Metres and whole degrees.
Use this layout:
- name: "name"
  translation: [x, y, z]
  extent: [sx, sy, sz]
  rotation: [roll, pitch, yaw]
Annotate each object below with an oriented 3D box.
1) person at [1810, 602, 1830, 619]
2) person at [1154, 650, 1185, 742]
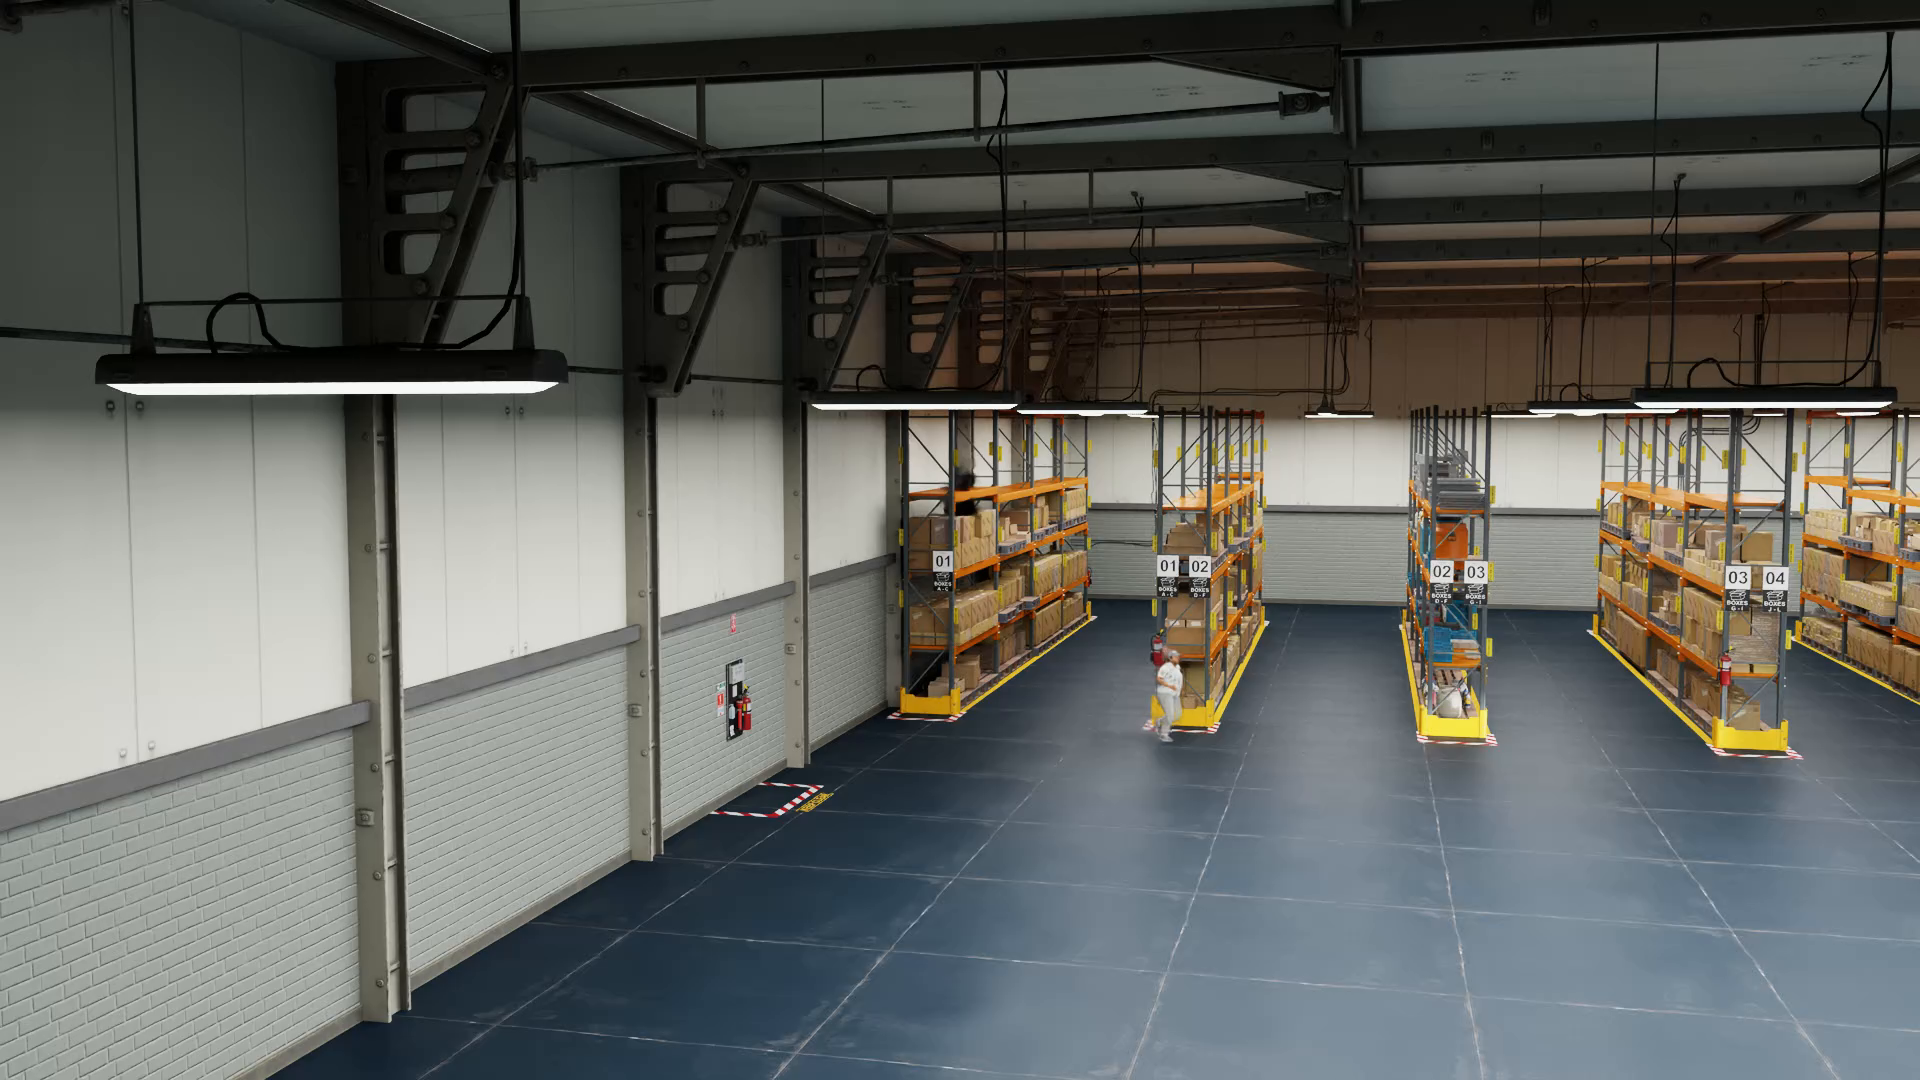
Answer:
- name: "person"
  translation: [22.979, 1.687, 44.281]
  extent: [0.836, 1.782, 0.688]
  rotation: [1, 4, 11]
- name: "person"
  translation: [3.770, 2.784, 29.907]
  extent: [0.635, 1.613, 0.601]
  rotation: [-4, 6, -44]
